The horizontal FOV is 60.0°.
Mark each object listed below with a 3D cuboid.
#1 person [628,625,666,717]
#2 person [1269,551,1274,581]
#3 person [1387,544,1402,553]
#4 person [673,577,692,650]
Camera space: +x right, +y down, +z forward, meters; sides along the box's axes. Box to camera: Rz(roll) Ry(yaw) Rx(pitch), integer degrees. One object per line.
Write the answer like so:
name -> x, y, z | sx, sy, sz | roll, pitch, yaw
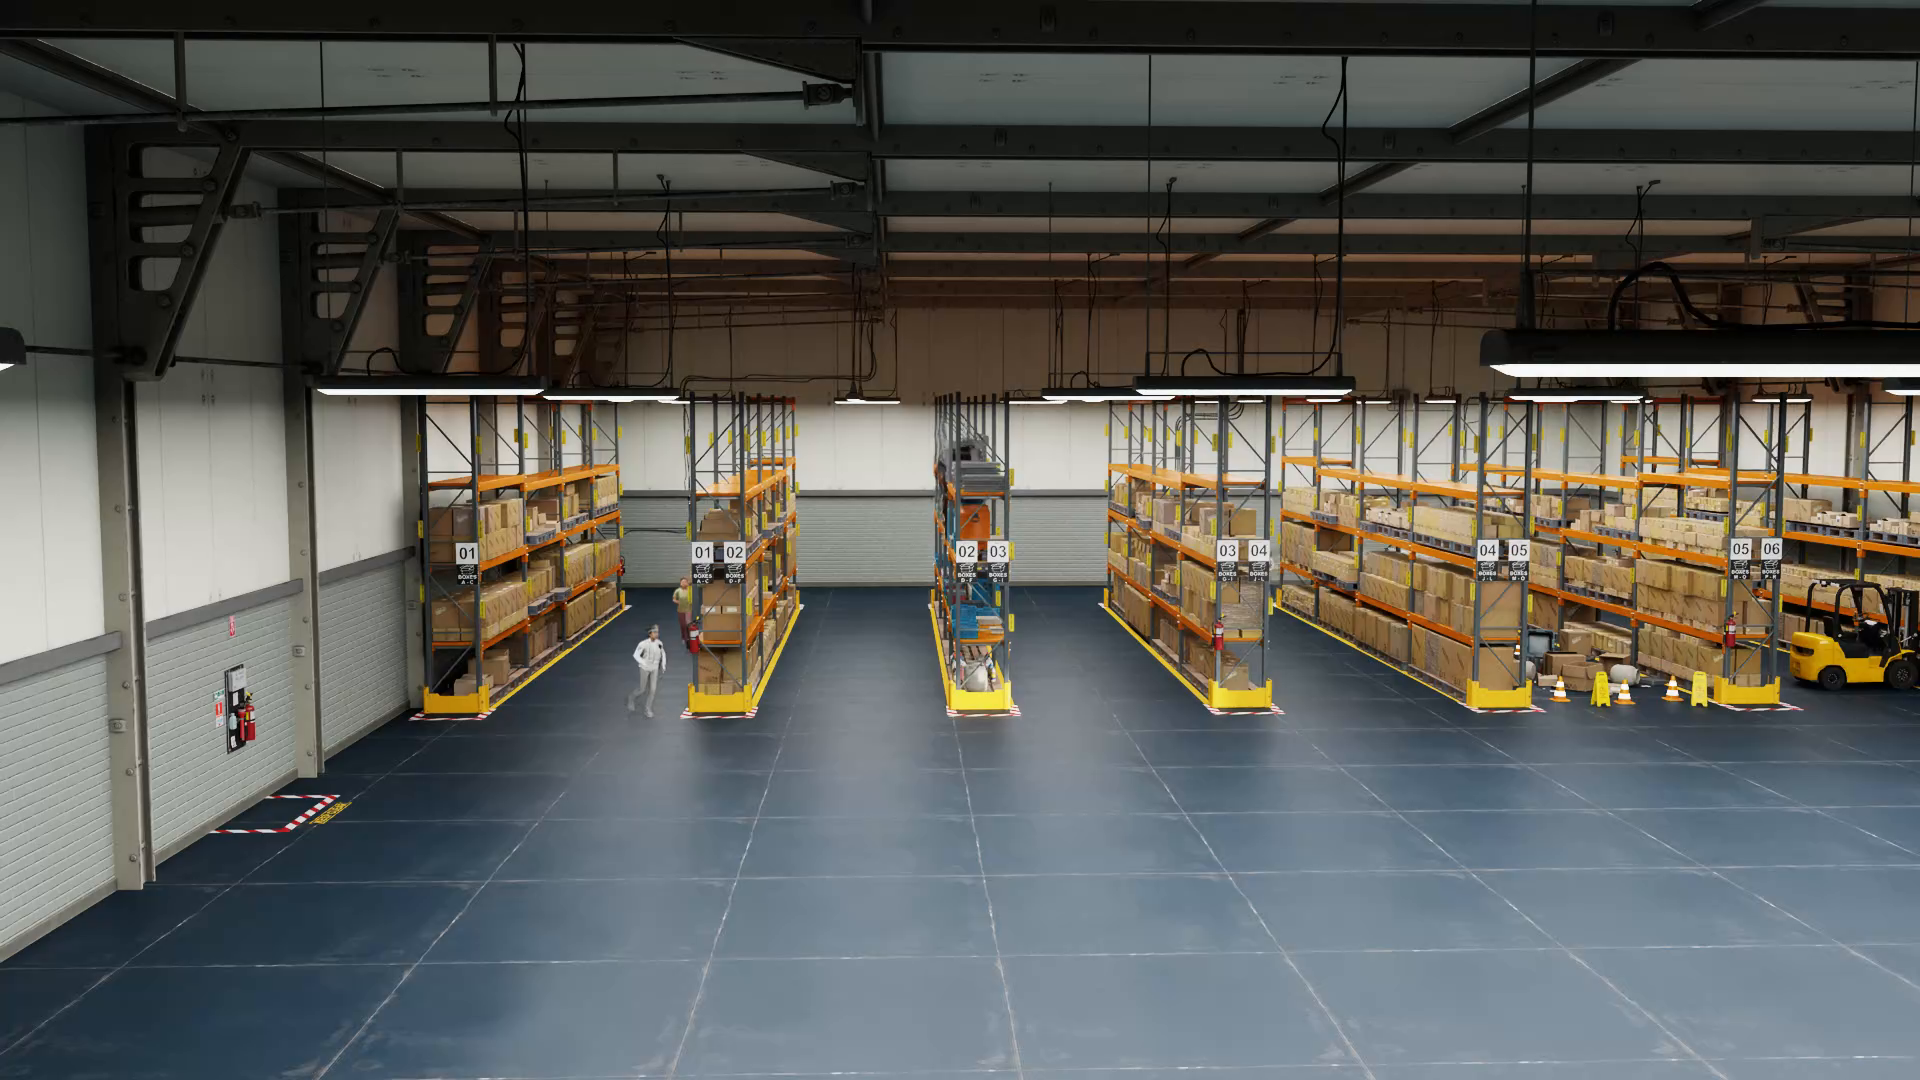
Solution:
person -> -5.775, 2.413, 31.030 | 0.680, 1.667, 0.761 | -3, 6, -37
person -> 8.957, 1.044, 48.652 | 0.509, 1.557, 0.548 | 4, 6, 41
person -> 12.853, 0.846, 49.563 | 0.968, 1.785, 0.657 | -1, 5, -15
person -> -6.544, 1.720, 39.477 | 0.529, 1.696, 0.887 | 0, 5, -2
